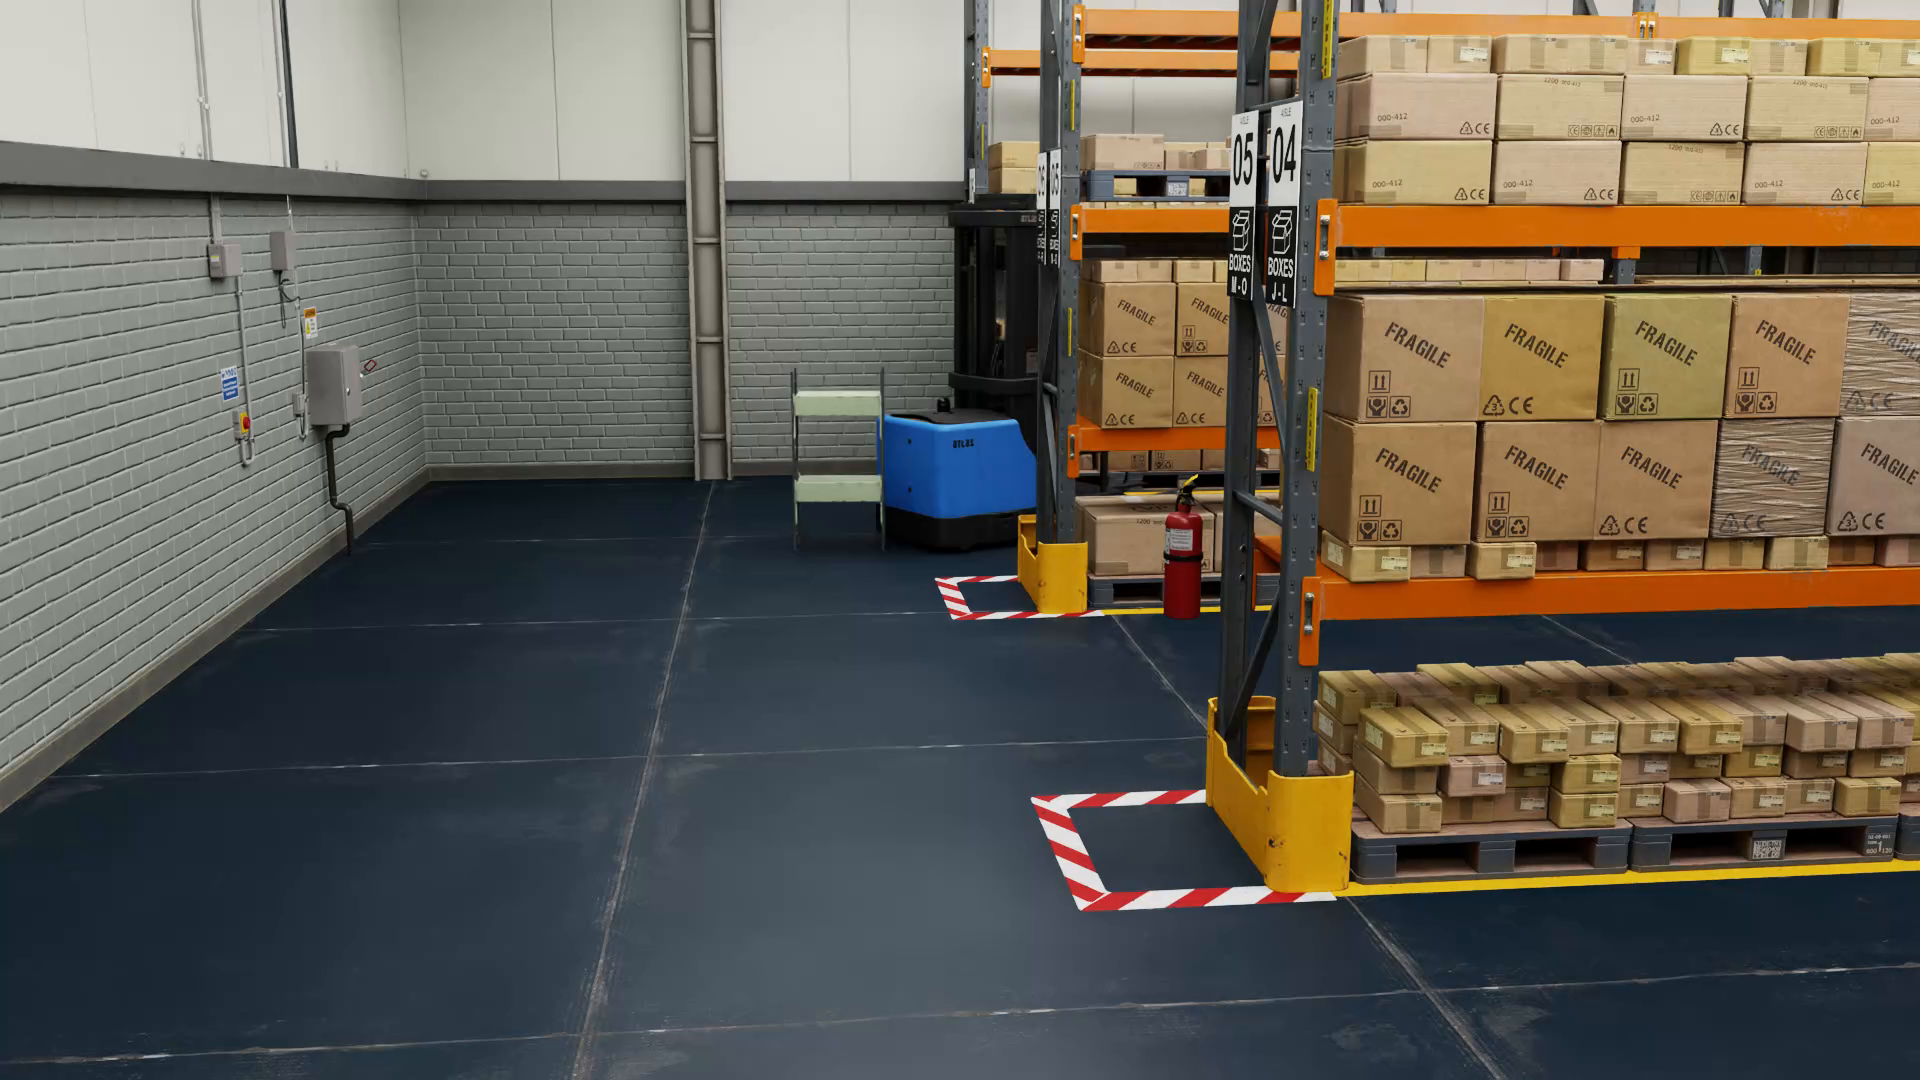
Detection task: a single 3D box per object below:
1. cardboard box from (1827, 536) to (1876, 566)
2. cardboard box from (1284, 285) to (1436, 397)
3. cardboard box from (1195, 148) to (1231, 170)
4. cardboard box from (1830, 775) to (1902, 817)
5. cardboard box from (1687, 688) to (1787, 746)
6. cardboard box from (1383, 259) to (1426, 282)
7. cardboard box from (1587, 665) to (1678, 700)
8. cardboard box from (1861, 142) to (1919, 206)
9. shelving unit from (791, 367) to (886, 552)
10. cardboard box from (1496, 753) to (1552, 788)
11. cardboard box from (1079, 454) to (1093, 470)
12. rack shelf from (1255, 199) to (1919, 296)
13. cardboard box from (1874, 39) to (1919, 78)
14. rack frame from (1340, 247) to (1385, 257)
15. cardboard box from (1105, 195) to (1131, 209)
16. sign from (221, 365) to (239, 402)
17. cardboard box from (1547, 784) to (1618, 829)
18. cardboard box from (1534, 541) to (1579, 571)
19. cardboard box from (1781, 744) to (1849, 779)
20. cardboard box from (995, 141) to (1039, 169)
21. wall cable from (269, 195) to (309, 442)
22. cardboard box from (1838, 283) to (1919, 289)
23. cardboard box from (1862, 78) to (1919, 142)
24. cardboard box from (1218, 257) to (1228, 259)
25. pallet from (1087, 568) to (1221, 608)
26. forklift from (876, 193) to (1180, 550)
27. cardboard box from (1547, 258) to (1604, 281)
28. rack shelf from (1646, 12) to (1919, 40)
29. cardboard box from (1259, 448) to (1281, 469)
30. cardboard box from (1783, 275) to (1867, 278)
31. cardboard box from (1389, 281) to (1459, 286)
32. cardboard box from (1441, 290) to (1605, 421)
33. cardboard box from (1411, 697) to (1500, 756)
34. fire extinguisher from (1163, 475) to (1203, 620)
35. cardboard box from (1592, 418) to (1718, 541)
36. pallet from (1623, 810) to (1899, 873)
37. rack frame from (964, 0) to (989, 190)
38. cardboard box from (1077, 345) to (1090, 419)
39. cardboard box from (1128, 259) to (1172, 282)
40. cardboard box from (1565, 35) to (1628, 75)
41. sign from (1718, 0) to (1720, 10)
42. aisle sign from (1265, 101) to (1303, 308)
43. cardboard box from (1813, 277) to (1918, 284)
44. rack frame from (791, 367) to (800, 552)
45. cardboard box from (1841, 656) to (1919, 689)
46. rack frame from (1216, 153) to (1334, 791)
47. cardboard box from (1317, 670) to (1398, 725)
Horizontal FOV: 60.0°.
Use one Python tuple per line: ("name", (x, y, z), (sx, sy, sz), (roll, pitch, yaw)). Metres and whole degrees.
("cardboard box", (3.747, 0.001, 7.238), (0.250, 0.149, 0.380), (-1, 11, -7))
("cardboard box", (1.758, -0.860, 7.345), (0.500, 0.500, 0.500), (-1, 11, -7))
("cardboard box", (1.801, -2.647, 11.582), (0.250, 0.149, 0.380), (-1, 11, -4))
("cardboard box", (3.924, 1.087, 7.363), (0.250, 0.149, 0.380), (-1, 11, -6))
("cardboard box", (3.433, 0.783, 7.368), (0.250, 0.149, 0.380), (-1, 11, -6))
("cardboard box", (3.122, -1.924, 11.844), (0.250, 0.149, 0.380), (-1, 11, -7))
("cardboard box", (3.128, 0.706, 7.759), (0.250, 0.149, 0.380), (-2, 11, -8))
("cardboard box", (3.845, -1.518, 6.926), (0.500, 0.250, 0.500), (-1, 11, -7))
("shelving unit", (-1.011, -0.677, 13.921), (0.755, 1.500, 0.431), (0, 11, -1))
("cardboard box", (2.390, 0.951, 7.285), (0.250, 0.149, 0.380), (-1, 11, -5))
("cardboard box", (1.200, -0.819, 17.062), (0.250, 0.149, 0.380), (-2, 11, -8))
("rack shelf", (3.318, -1.278, 7.180), (4.000, 0.370, 1.077), (-1, 11, -6))
("cardboard box", (3.742, -1.949, 6.789), (0.250, 0.149, 0.380), (-1, 11, -6))
("rack frame", (4.132, -2.100, 17.272), (0.127, 3.000, 1.000), (-1, 11, -6))
("cardboard box", (1.530, -3.332, 16.414), (0.250, 0.149, 0.380), (-1, 11, -6))
("sign", (-4.964, -1.065, 11.306), (0.001, 0.218, 0.327), (-1, 11, -6))
("cardboard box", (2.649, 1.114, 7.227), (0.250, 0.149, 0.380), (-1, 11, -5))
("cardboard box", (2.452, 0.022, 7.132), (0.250, 0.149, 0.380), (-1, 11, -3))
("cardboard box", (3.716, 0.928, 7.402), (0.250, 0.149, 0.380), (-2, 11, -9))
("cardboard box", (0.623, -3.767, 16.298), (0.500, 0.250, 0.500), (-1, 11, -7))
("wall cable", (-5.073, -1.713, 12.670), (0.122, 1.984, 0.588), (-1, 11, -6))
("cardboard box", (4.318, -0.910, 7.597), (0.500, 0.500, 0.500), (-2, 11, -8))
("cardboard box", (3.839, -1.765, 6.889), (0.500, 0.250, 0.500), (-1, 11, -4))
("cardboard box", (2.050, -1.989, 12.176), (0.250, 0.149, 0.380), (-1, 11, -7))
("pallet", (1.481, 0.272, 12.436), (1.213, 0.211, 1.003), (-1, 11, -6))
("forklift", (0.758, -1.553, 14.671), (3.031, 2.935, 1.130), (-8, 14, -36))
("cardboard box", (4.400, -1.938, 11.918), (0.250, 0.149, 0.380), (-1, 11, -7))
("rack shelf", (6.660, -3.584, 12.171), (4.000, 0.370, 1.077), (-1, 11, -6))
("cardboard box", (3.255, -0.889, 17.111), (0.258, 0.266, 0.396), (-1, 11, -4))
("cardboard box", (6.621, -1.777, 12.782), (0.500, 0.500, 0.500), (-1, 11, -5))
("cardboard box", (3.222, -1.603, 11.896), (0.500, 0.500, 0.500), (-1, 11, -5))
("cardboard box", (2.306, -0.773, 6.902), (0.500, 0.500, 0.500), (-1, 11, -4))
("cardboard box", (2.148, 0.809, 7.236), (0.250, 0.149, 0.380), (-1, 11, -5))
("fire extinguisher", (1.030, 0.020, 7.655), (0.183, 0.674, 0.296), (-1, 11, -6))
("cardboard box", (2.824, -0.292, 7.049), (0.500, 0.500, 0.500), (-1, 11, -5))
("pallet", (3.427, 1.215, 7.643), (1.213, 0.211, 1.003), (-1, 11, -6))
("rack frame", (0.155, -4.960, 16.269), (0.127, 3.000, 1.000), (-1, 11, -6))
("cardboard box", (1.146, -1.174, 12.306), (0.500, 0.500, 0.500), (-1, 11, -6))
("cardboard box", (1.330, -1.896, 11.702), (0.250, 0.149, 0.380), (-1, 11, -5))
("cardboard box", (2.451, -1.918, 6.631), (0.250, 0.149, 0.380), (-1, 11, -5))
("sign", (8.045, -5.769, 17.552), (0.005, 0.325, 0.100), (-1, 11, -6))
("aisle sign", (1.290, -1.334, 6.637), (0.004, 0.787, 0.394), (-1, 11, -6))
("cardboard box", (6.655, -1.679, 12.283), (0.500, 0.500, 0.500), (-1, 11, -7))
("rack frame", (-1.377, -0.675, 13.913), (0.023, 1.500, 0.400), (0, 11, -1))
("cardboard box", (4.415, 0.677, 7.909), (0.250, 0.149, 0.380), (-1, 11, -7))
("rack frame", (1.330, -0.117, 7.188), (0.127, 3.000, 1.000), (-1, 11, -6))
("cardboard box", (1.829, 0.724, 7.669), (0.250, 0.149, 0.380), (-1, 11, -5))
